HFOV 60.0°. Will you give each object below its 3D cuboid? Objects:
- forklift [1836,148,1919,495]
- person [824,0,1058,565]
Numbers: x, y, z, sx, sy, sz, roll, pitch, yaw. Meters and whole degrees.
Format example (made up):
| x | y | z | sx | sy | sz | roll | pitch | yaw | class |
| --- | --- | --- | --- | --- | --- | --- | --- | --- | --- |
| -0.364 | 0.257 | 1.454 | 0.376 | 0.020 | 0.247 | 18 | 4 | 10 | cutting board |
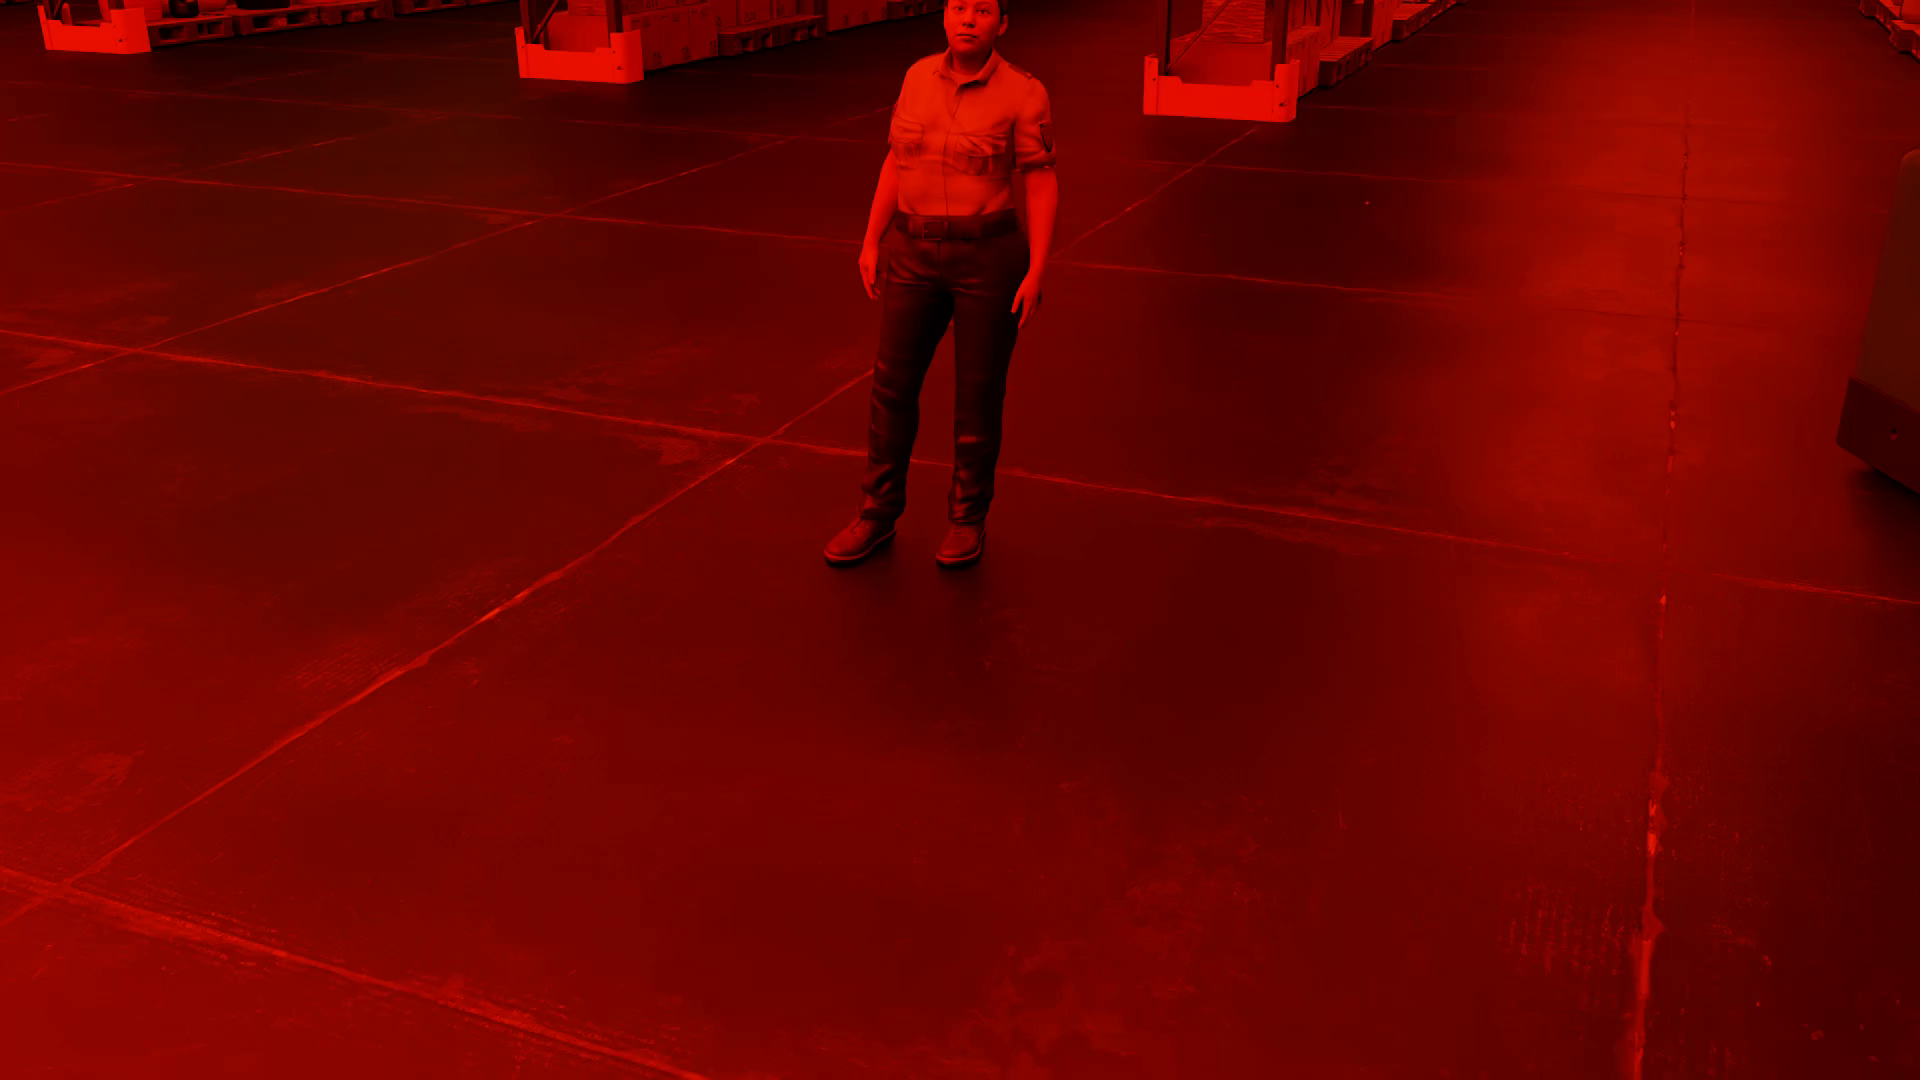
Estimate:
| x | y | z | sx | sy | sz | roll | pitch | yaw | class |
| --- | --- | --- | --- | --- | --- | --- | --- | --- | --- |
| 4.536 | -1.478 | 4.827 | 3.031 | 2.935 | 1.130 | -1 | 23 | -3 | forklift |
| -0.055 | -0.739 | 4.704 | 0.598 | 1.651 | 0.503 | 9 | 24 | 21 | person |
